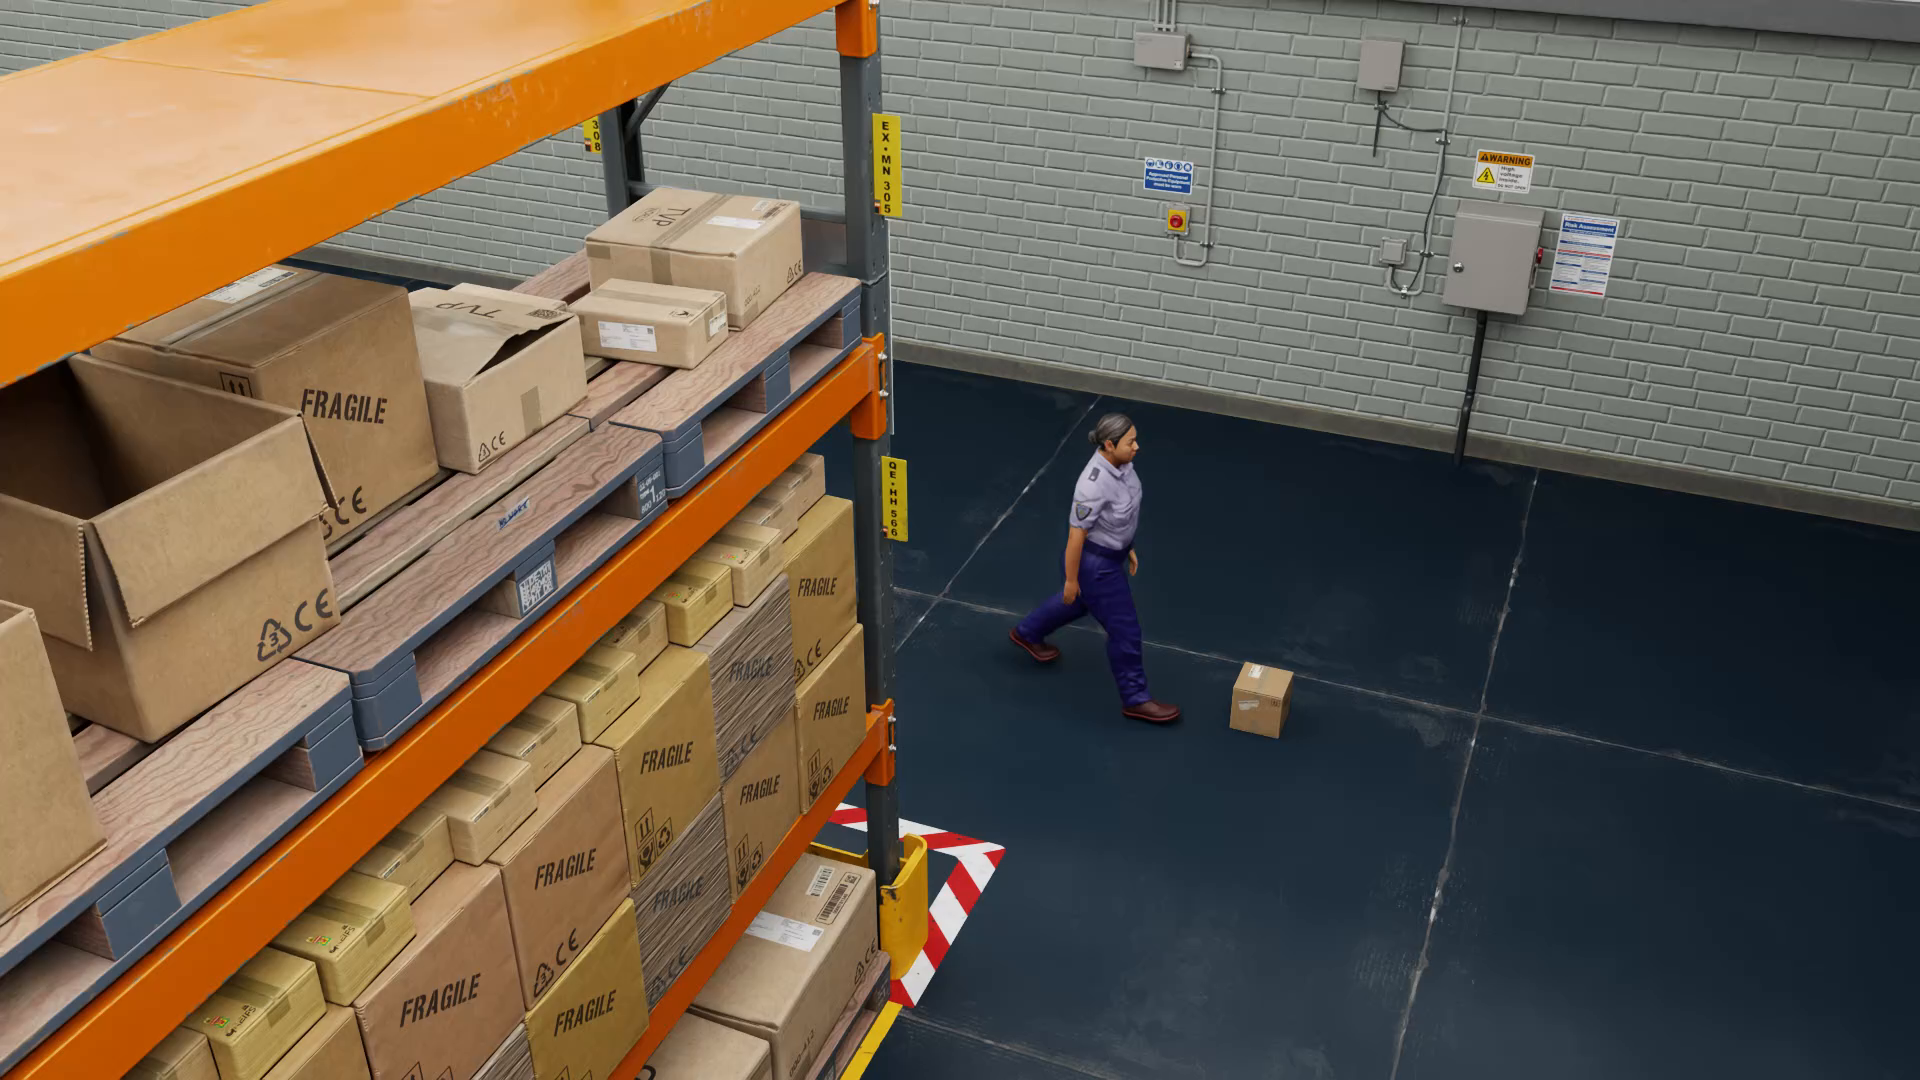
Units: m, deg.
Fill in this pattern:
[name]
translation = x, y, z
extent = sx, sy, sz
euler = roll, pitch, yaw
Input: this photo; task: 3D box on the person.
[person]
translation = 0.686, 0.094, 8.267
extent = 0.988, 1.586, 0.497
euler = 10, 31, 17
